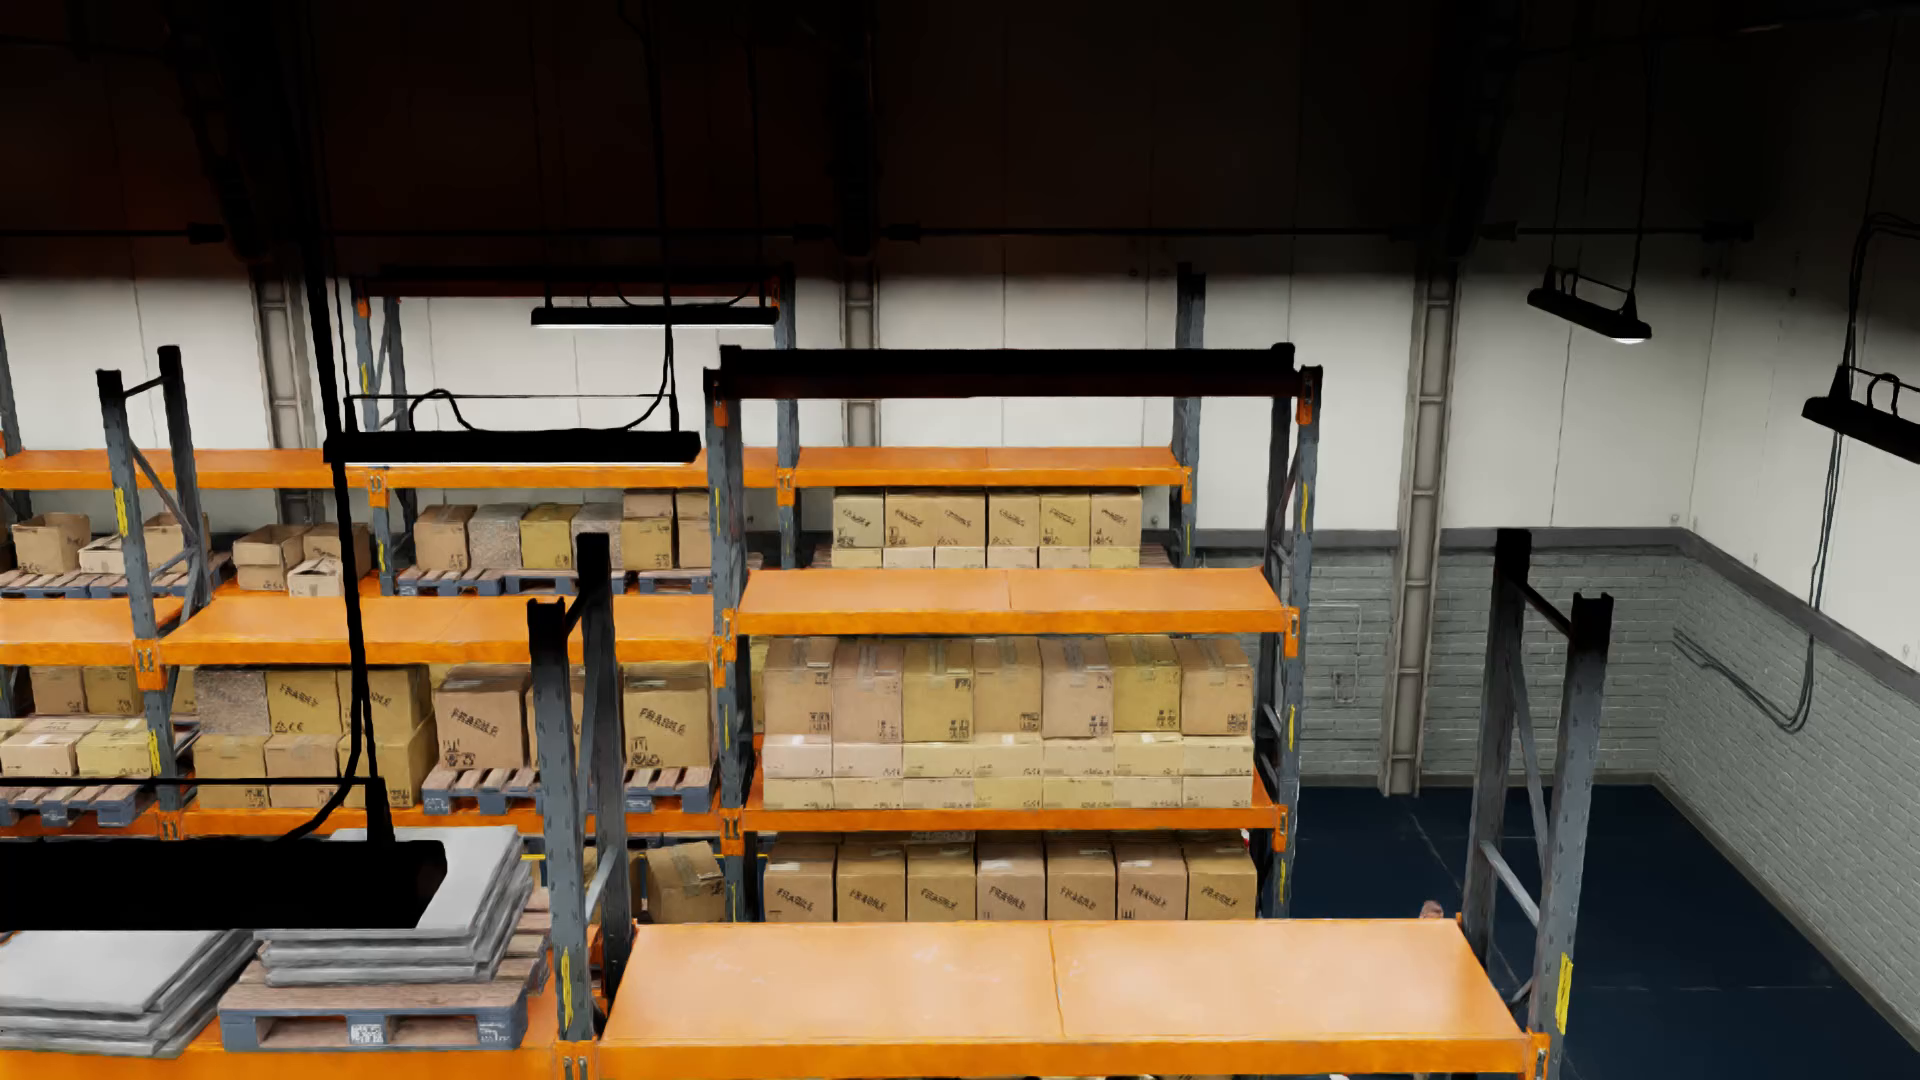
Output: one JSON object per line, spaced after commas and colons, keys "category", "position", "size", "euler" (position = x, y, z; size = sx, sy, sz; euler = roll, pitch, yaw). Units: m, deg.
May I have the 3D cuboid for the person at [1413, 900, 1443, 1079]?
{"category": "person", "position": [3.593, 3.581, 13.146], "size": [0.712, 1.718, 0.499], "euler": [10, 19, 30]}

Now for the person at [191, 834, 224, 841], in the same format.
{"category": "person", "position": [-6.420, 3.208, 14.661], "size": [0.512, 1.632, 0.637], "euler": [-1, 16, -3]}
